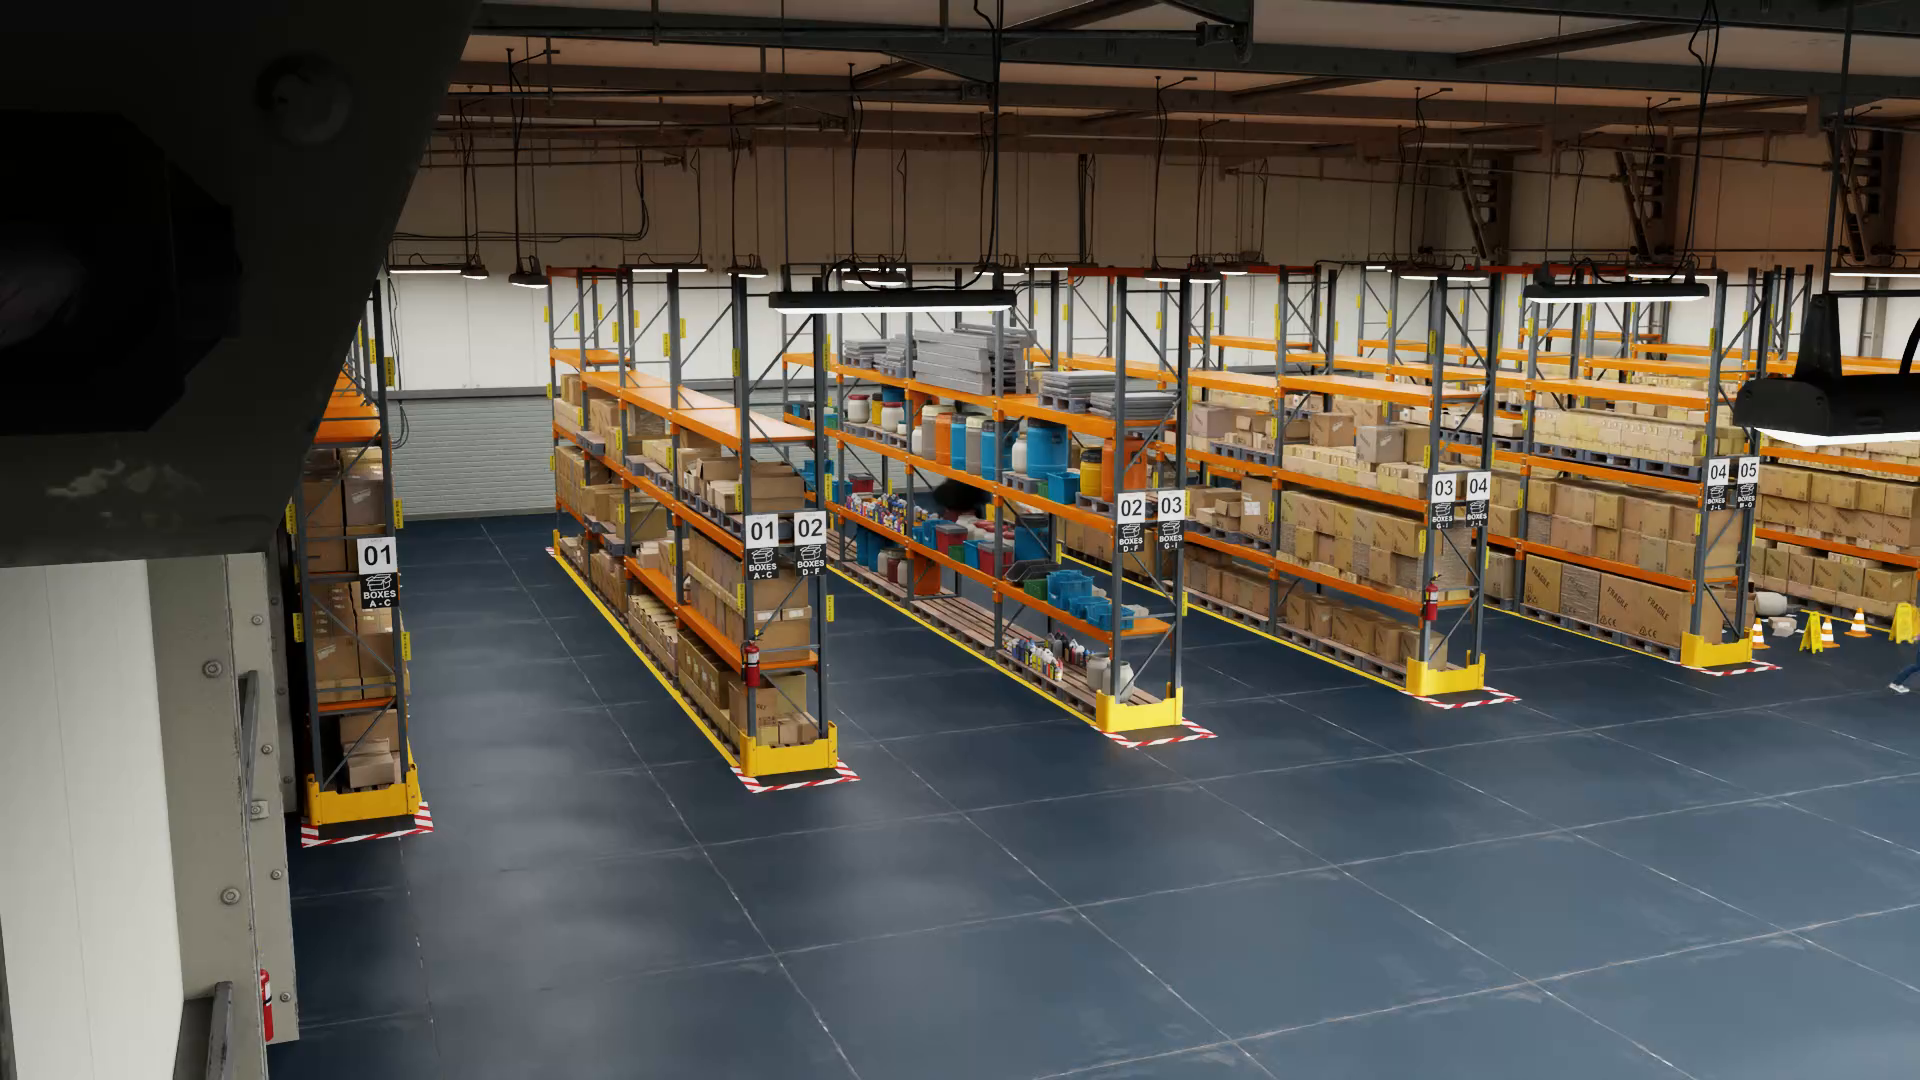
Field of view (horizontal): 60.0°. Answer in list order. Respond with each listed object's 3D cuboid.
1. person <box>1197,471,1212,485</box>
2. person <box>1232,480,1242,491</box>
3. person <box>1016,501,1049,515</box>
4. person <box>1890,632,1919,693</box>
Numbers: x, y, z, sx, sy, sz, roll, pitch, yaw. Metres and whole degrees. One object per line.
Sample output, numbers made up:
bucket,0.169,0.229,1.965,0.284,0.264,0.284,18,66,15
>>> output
person,6.187,-1.736,41.602,0.687,1.728,0.699,-5,11,-28
person,6.976,-1.588,41.206,0.601,1.610,0.514,-8,12,-37
person,1.449,-0.526,33.122,0.660,1.712,0.620,-4,11,-20
person,13.847,1.517,23.749,0.906,1.500,0.578,4,11,22
